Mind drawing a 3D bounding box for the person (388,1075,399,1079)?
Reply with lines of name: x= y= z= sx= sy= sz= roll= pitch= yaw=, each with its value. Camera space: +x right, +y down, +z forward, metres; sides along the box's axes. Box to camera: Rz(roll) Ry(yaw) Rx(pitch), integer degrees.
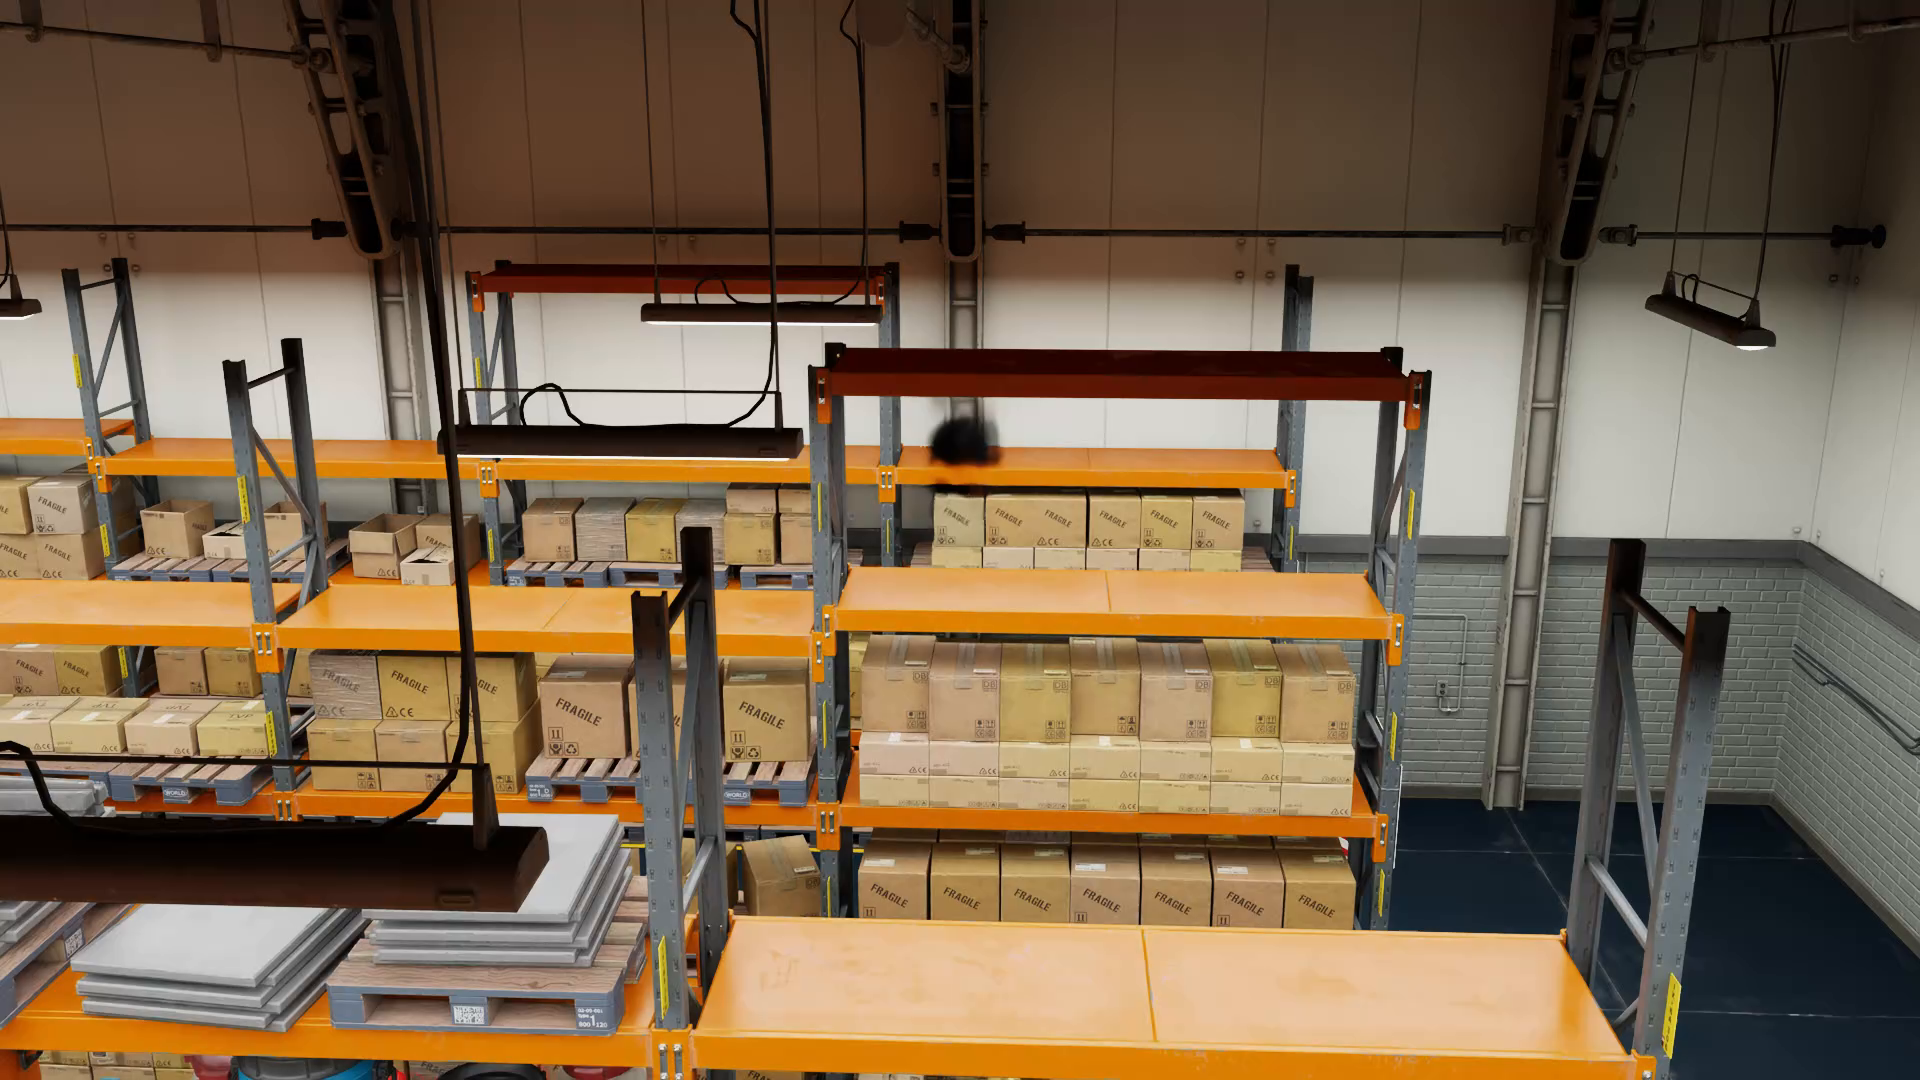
person: x=-3.681 y=4.228 z=10.780 sx=0.835 sy=1.837 sz=0.649 roll=-2 pitch=16 yaw=-9
